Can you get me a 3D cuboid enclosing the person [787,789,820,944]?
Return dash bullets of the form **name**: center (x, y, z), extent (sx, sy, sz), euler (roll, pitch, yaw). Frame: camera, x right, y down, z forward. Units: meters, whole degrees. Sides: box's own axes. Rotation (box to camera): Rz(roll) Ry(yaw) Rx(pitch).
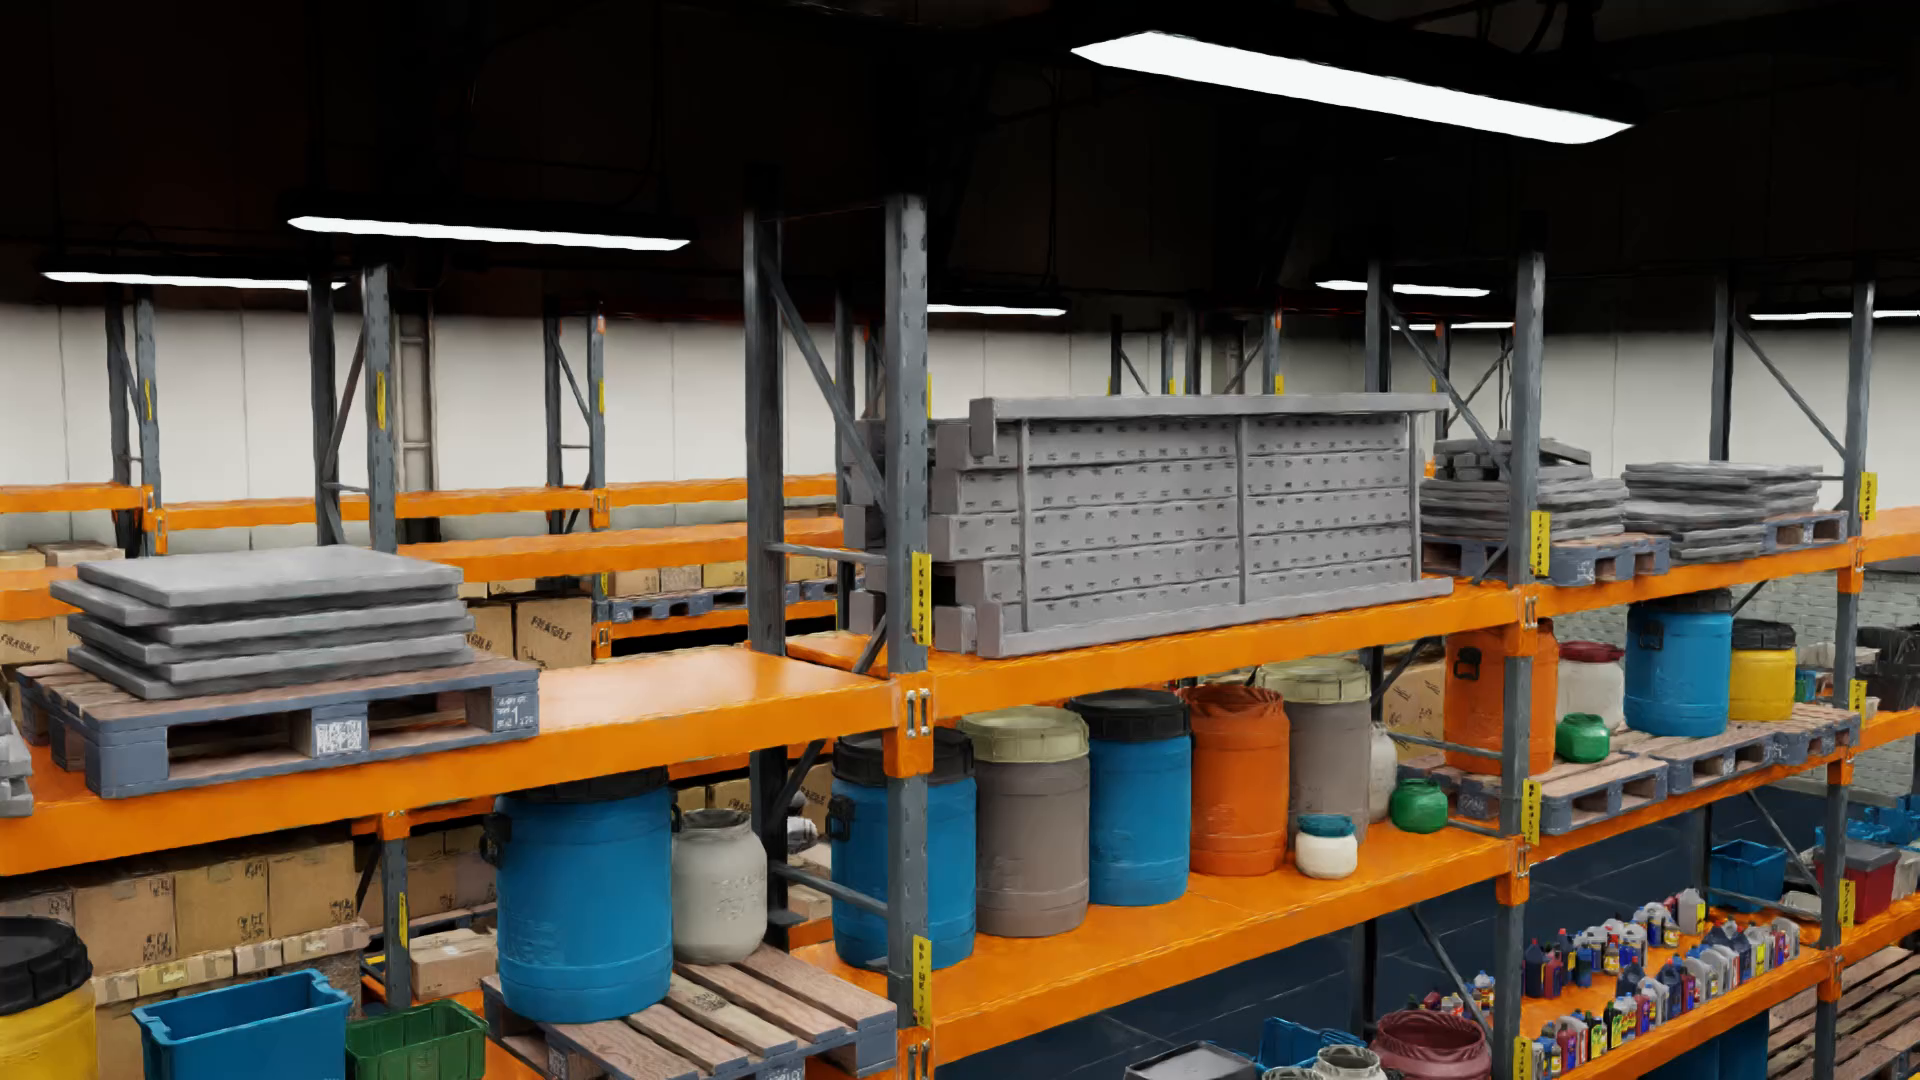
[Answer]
- **person**: center (-1.441, 2.958, 14.287), extent (0.523, 1.667, 0.477), euler (-1, 6, -10)
